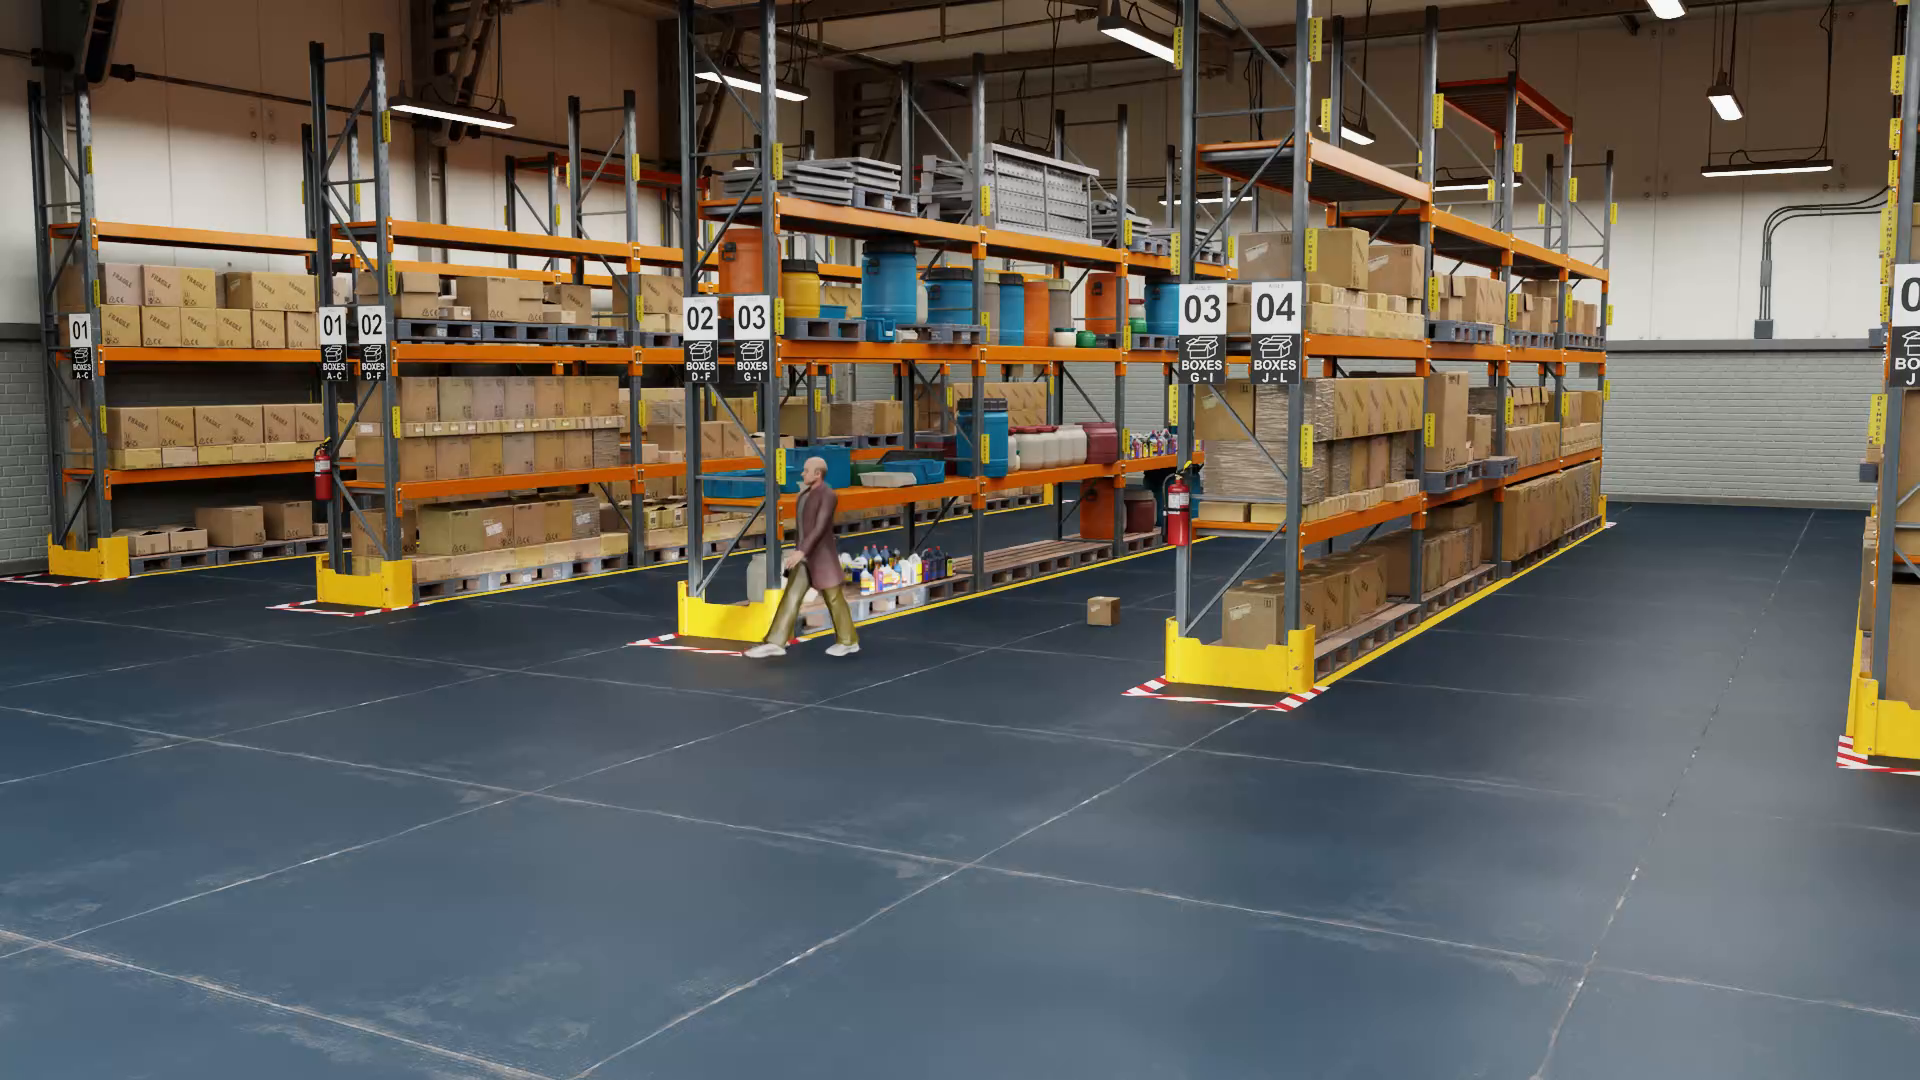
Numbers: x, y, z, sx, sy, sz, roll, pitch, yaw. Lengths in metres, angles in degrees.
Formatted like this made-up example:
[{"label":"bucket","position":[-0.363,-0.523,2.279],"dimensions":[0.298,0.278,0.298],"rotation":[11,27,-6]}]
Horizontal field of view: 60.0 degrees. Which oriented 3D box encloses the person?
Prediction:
[{"label":"person","position":[-1.349,0.155,14.335],"dimensions":[1.060,1.733,0.585],"rotation":[-4,7,-36]}]
